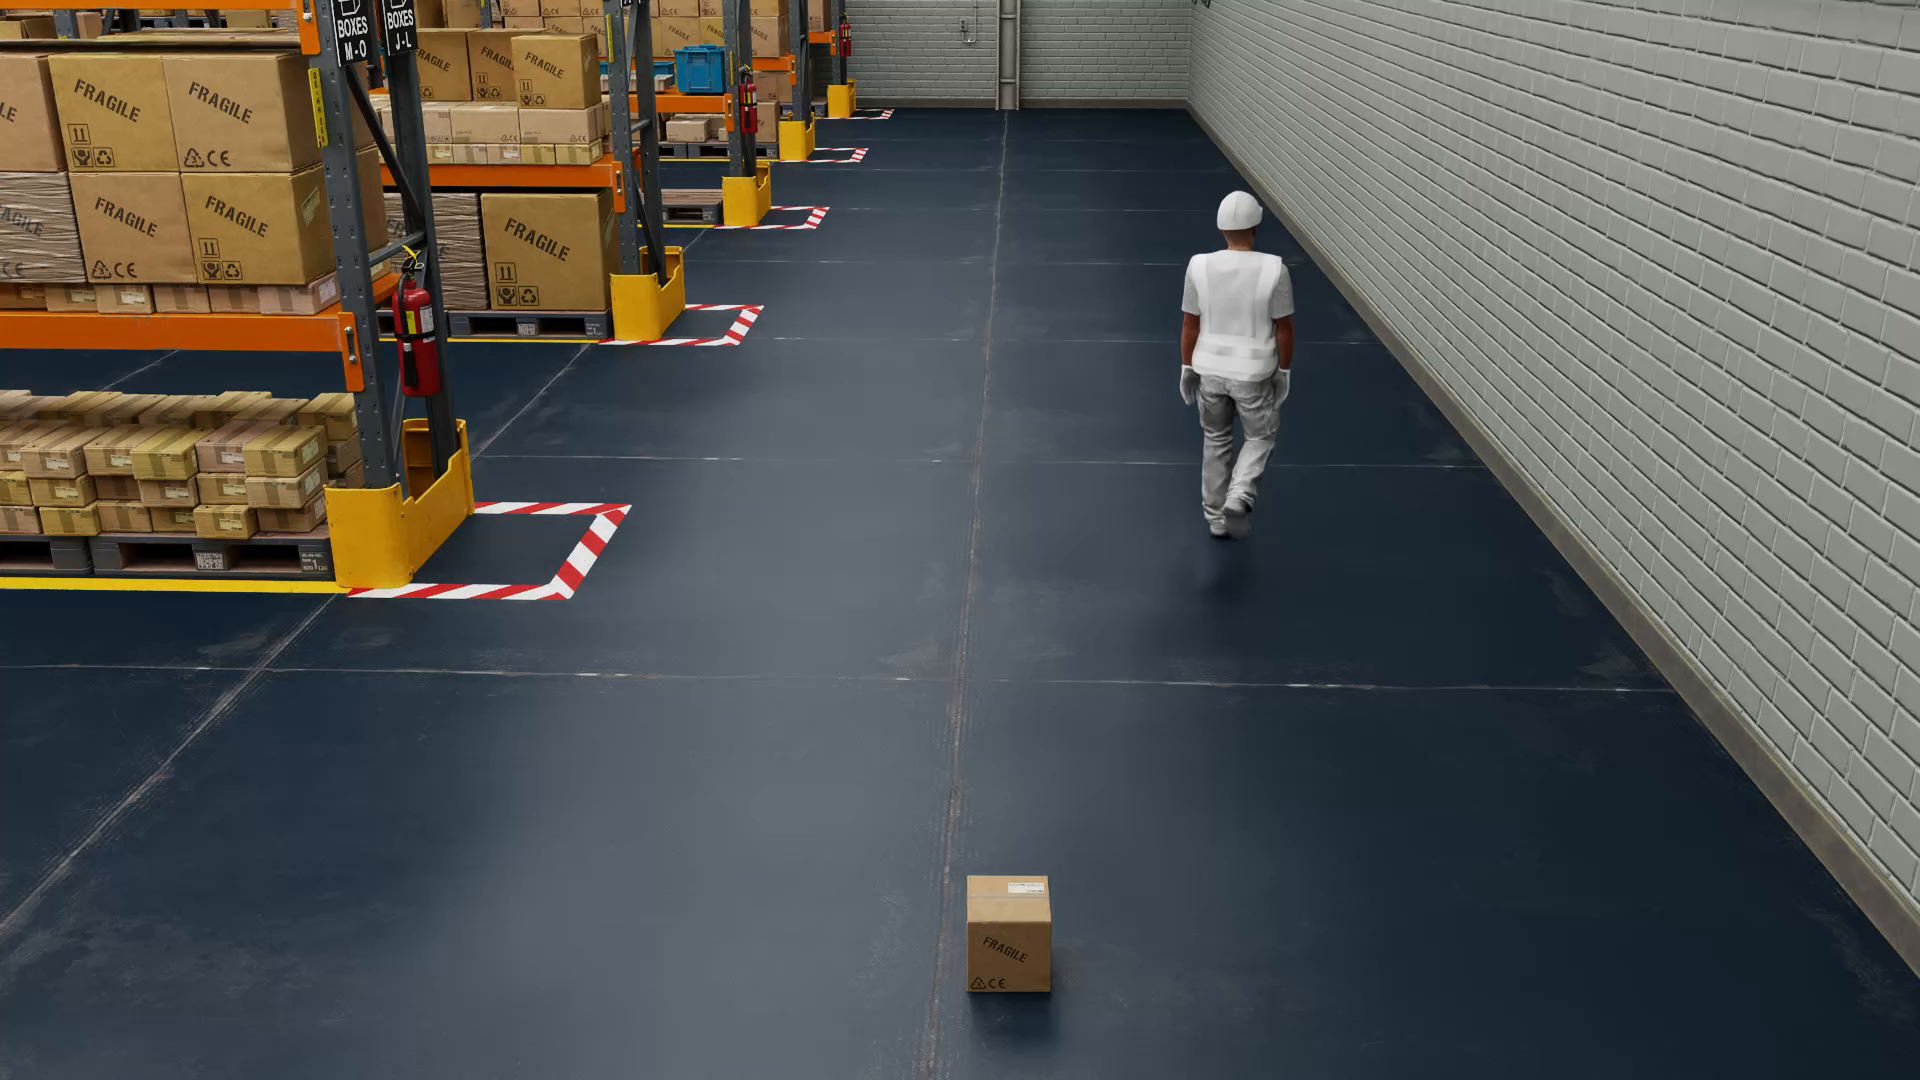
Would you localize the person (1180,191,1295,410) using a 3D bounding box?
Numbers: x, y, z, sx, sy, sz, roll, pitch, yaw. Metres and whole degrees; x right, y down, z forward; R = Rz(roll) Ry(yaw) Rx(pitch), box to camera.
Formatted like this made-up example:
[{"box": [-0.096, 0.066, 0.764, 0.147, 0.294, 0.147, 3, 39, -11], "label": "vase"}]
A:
[{"box": [1.370, -1.160, 8.122, 0.548, 1.084, 0.347, 8, 22, 19], "label": "person"}]
